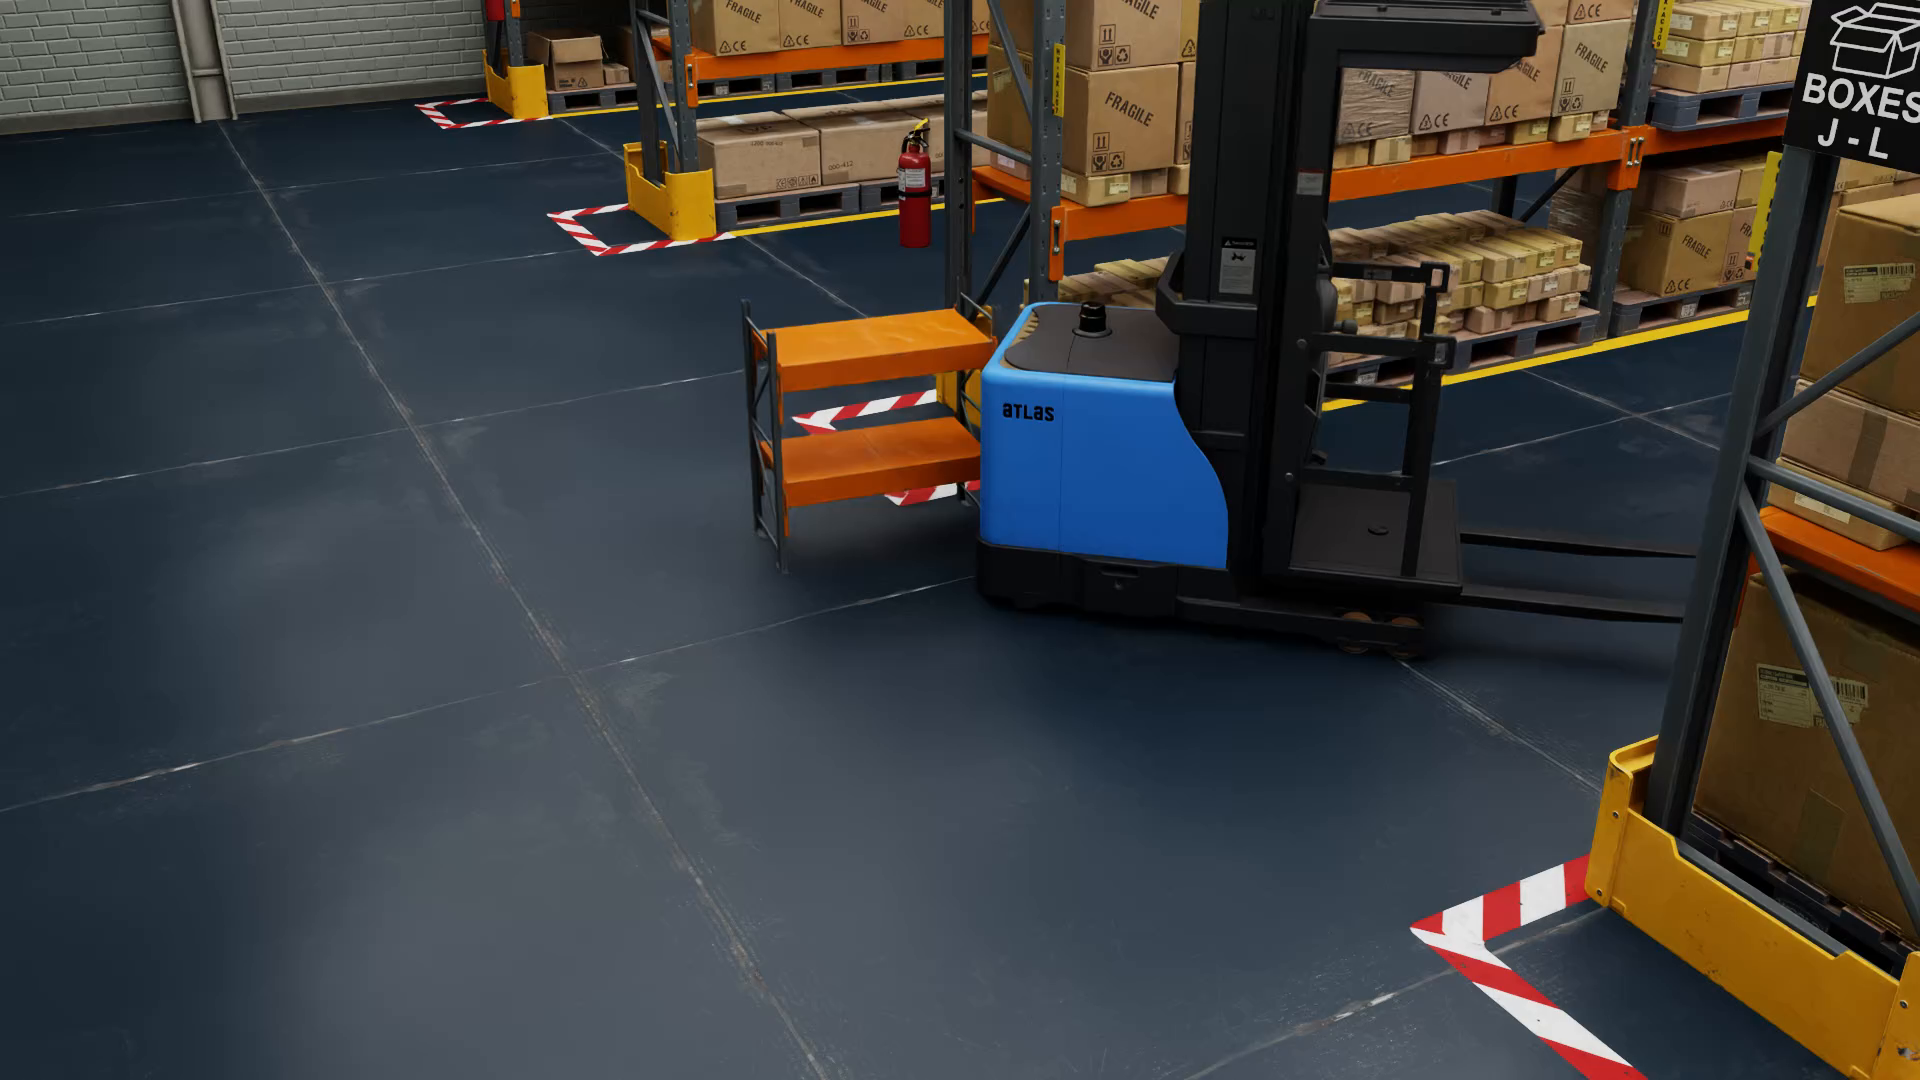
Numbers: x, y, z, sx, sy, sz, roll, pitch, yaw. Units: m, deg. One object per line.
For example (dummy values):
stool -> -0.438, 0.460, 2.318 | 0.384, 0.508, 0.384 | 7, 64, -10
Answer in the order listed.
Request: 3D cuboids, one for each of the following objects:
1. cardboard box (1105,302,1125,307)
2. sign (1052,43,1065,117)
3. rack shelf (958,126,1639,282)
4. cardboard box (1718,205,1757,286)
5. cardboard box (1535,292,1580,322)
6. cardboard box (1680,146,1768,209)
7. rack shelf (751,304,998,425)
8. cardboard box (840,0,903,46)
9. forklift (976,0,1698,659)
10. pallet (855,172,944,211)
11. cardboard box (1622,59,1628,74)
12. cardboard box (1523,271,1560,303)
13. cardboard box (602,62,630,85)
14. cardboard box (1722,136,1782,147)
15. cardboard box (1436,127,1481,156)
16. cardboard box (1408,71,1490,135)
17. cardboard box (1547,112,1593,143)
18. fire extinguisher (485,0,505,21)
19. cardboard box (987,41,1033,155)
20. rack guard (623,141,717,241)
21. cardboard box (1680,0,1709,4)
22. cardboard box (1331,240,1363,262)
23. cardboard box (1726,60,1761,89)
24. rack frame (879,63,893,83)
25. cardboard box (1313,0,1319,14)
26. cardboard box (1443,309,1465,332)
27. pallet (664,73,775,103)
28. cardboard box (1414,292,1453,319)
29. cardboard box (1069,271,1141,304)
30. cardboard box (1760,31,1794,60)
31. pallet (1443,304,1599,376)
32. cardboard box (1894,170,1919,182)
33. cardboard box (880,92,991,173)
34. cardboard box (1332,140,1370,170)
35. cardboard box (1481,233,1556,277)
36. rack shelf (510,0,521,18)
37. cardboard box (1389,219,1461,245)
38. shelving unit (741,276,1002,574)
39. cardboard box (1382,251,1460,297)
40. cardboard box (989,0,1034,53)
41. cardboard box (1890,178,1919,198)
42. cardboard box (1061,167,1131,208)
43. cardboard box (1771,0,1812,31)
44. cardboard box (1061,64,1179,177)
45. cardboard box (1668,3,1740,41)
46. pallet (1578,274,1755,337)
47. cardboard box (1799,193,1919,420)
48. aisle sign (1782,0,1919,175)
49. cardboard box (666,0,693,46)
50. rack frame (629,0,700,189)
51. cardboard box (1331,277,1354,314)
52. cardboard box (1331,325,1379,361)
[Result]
cardboard box -> 0.824, -1.108, 8.713 | 0.250, 0.149, 0.380 | -14, 29, -27
sign -> 0.457, -2.141, 7.744 | 0.005, 0.325, 0.100 | -13, 29, -25
rack shelf -> 1.967, -2.041, 9.367 | 4.000, 0.370, 1.077 | -13, 29, -25
cardboard box -> 4.974, -1.993, 10.838 | 0.500, 0.500, 0.500 | -12, 28, -23
cardboard box -> 3.546, -1.467, 10.149 | 0.250, 0.149, 0.380 | -13, 28, -24
cardboard box -> 4.976, -2.333, 10.679 | 0.500, 0.250, 0.500 | -12, 28, -24
rack shelf -> -0.393, -0.798, 7.436 | 1.000, 0.278, 0.538 | -9, 27, -18
cardboard box -> -0.767, -4.072, 12.650 | 0.500, 0.500, 0.500 | -13, 29, -25
forklift -> 1.644, -1.092, 6.639 | 3.031, 2.935, 1.130 | 6, 26, 12
pallet -> -0.473, -3.011, 13.777 | 1.213, 0.211, 1.003 | -13, 29, -25
cardboard box -> 3.989, -3.006, 10.349 | 0.250, 0.149, 0.380 | -14, 29, -26
cardboard box -> 3.370, -1.566, 10.011 | 0.250, 0.149, 0.380 | -14, 29, -28
cardboard box -> -3.578, -4.787, 17.064 | 0.250, 0.149, 0.380 | -14, 29, -27
cardboard box -> 5.189, -2.634, 11.308 | 0.500, 0.250, 0.500 | -14, 29, -27
cardboard box -> 2.685, -2.277, 9.316 | 0.250, 0.149, 0.380 | -14, 29, -27
cardboard box -> 2.539, -2.540, 9.115 | 0.500, 0.500, 0.500 | -13, 29, -25
cardboard box -> 3.413, -2.418, 9.611 | 0.250, 0.149, 0.380 | -14, 29, -26
fire extinguisher -> -4.468, -5.314, 15.872 | 0.183, 0.674, 0.296 | -13, 29, -25
cardboard box -> 0.477, -2.327, 8.672 | 0.500, 0.500, 0.500 | -12, 28, -24
rack guard -> -2.238, -2.696, 12.789 | 0.348, 0.500, 1.175 | -13, 29, -25
cardboard box -> 4.459, -3.380, 10.443 | 0.250, 0.149, 0.380 | -14, 29, -27
cardboard box -> 2.175, -1.681, 9.907 | 0.250, 0.149, 0.380 | -14, 29, -27
cardboard box -> 4.537, -2.812, 9.947 | 0.250, 0.149, 0.380 | -13, 28, -24
rack frame -> -1.026, -6.538, 17.901 | 0.127, 3.000, 1.000 | -13, 29, -25
cardboard box -> 1.635, -2.781, 8.462 | 0.500, 0.500, 0.500 | -14, 29, -26
cardboard box -> 2.785, -1.360, 9.927 | 0.250, 0.149, 0.380 | -14, 29, -26
pallet -> -2.710, -4.891, 17.693 | 1.213, 0.211, 1.003 | -13, 29, -25
cardboard box -> 2.659, -1.432, 9.731 | 0.250, 0.149, 0.380 | -12, 28, -24
cardboard box -> 0.798, -1.365, 9.248 | 0.250, 0.149, 0.380 | -12, 28, -24
cardboard box -> 4.751, -2.994, 9.982 | 0.250, 0.149, 0.380 | -12, 28, -24
pallet -> 3.155, -1.366, 10.350 | 1.213, 0.211, 1.003 | -13, 29, -25
cardboard box -> 6.340, -2.642, 11.323 | 0.500, 0.250, 0.500 | -13, 28, -24
cardboard box -> -0.081, -3.408, 13.857 | 0.875, 0.438, 0.875 | -14, 29, -27
cardboard box -> 1.994, -2.123, 8.997 | 0.250, 0.149, 0.380 | -12, 28, -23
cardboard box -> 3.333, -1.706, 9.959 | 0.250, 0.149, 0.380 | -13, 28, -24
rack shelf -> -2.791, -5.806, 17.209 | 4.000, 0.370, 1.077 | -13, 29, -25
cardboard box -> 2.859, -1.850, 10.260 | 0.250, 0.149, 0.380 | -13, 29, -26
shelving unit -> -0.393, -0.534, 7.562 | 1.048, 1.125, 0.538 | -9, 27, -18
cardboard box -> 2.656, -1.539, 9.612 | 0.250, 0.149, 0.380 | -15, 29, -28
cardboard box -> 0.489, -2.776, 8.453 | 0.500, 0.500, 0.500 | -14, 29, -26
cardboard box -> 6.343, -2.312, 11.503 | 0.500, 0.500, 0.500 | -12, 28, -23
cardboard box -> 0.642, -1.786, 8.294 | 0.250, 0.149, 0.380 | -13, 29, -26
cardboard box -> 4.987, -3.182, 10.030 | 0.250, 0.149, 0.380 | -13, 29, -26
cardboard box -> 0.728, -2.123, 8.248 | 0.500, 0.500, 0.500 | -12, 28, -23
cardboard box -> 4.295, -3.022, 9.696 | 0.250, 0.149, 0.380 | -11, 28, -22
pallet -> 4.418, -1.675, 10.995 | 1.213, 0.211, 1.003 | -13, 29, -25
cardboard box -> 2.753, -0.648, 4.596 | 0.500, 0.500, 0.500 | -13, 28, -24
aisle sign -> 2.242, -1.315, 4.020 | 0.004, 0.787, 0.394 | -13, 29, -25
cardboard box -> -1.915, -4.073, 12.651 | 0.500, 0.500, 0.500 | -13, 28, -25
rack frame -> -2.217, -3.828, 12.258 | 0.127, 3.000, 1.000 | -13, 29, -25
cardboard box -> 1.976, -1.383, 9.287 | 0.250, 0.149, 0.380 | -13, 28, -24
cardboard box -> 2.173, -1.167, 9.524 | 0.250, 0.149, 0.380 | -13, 29, -25
